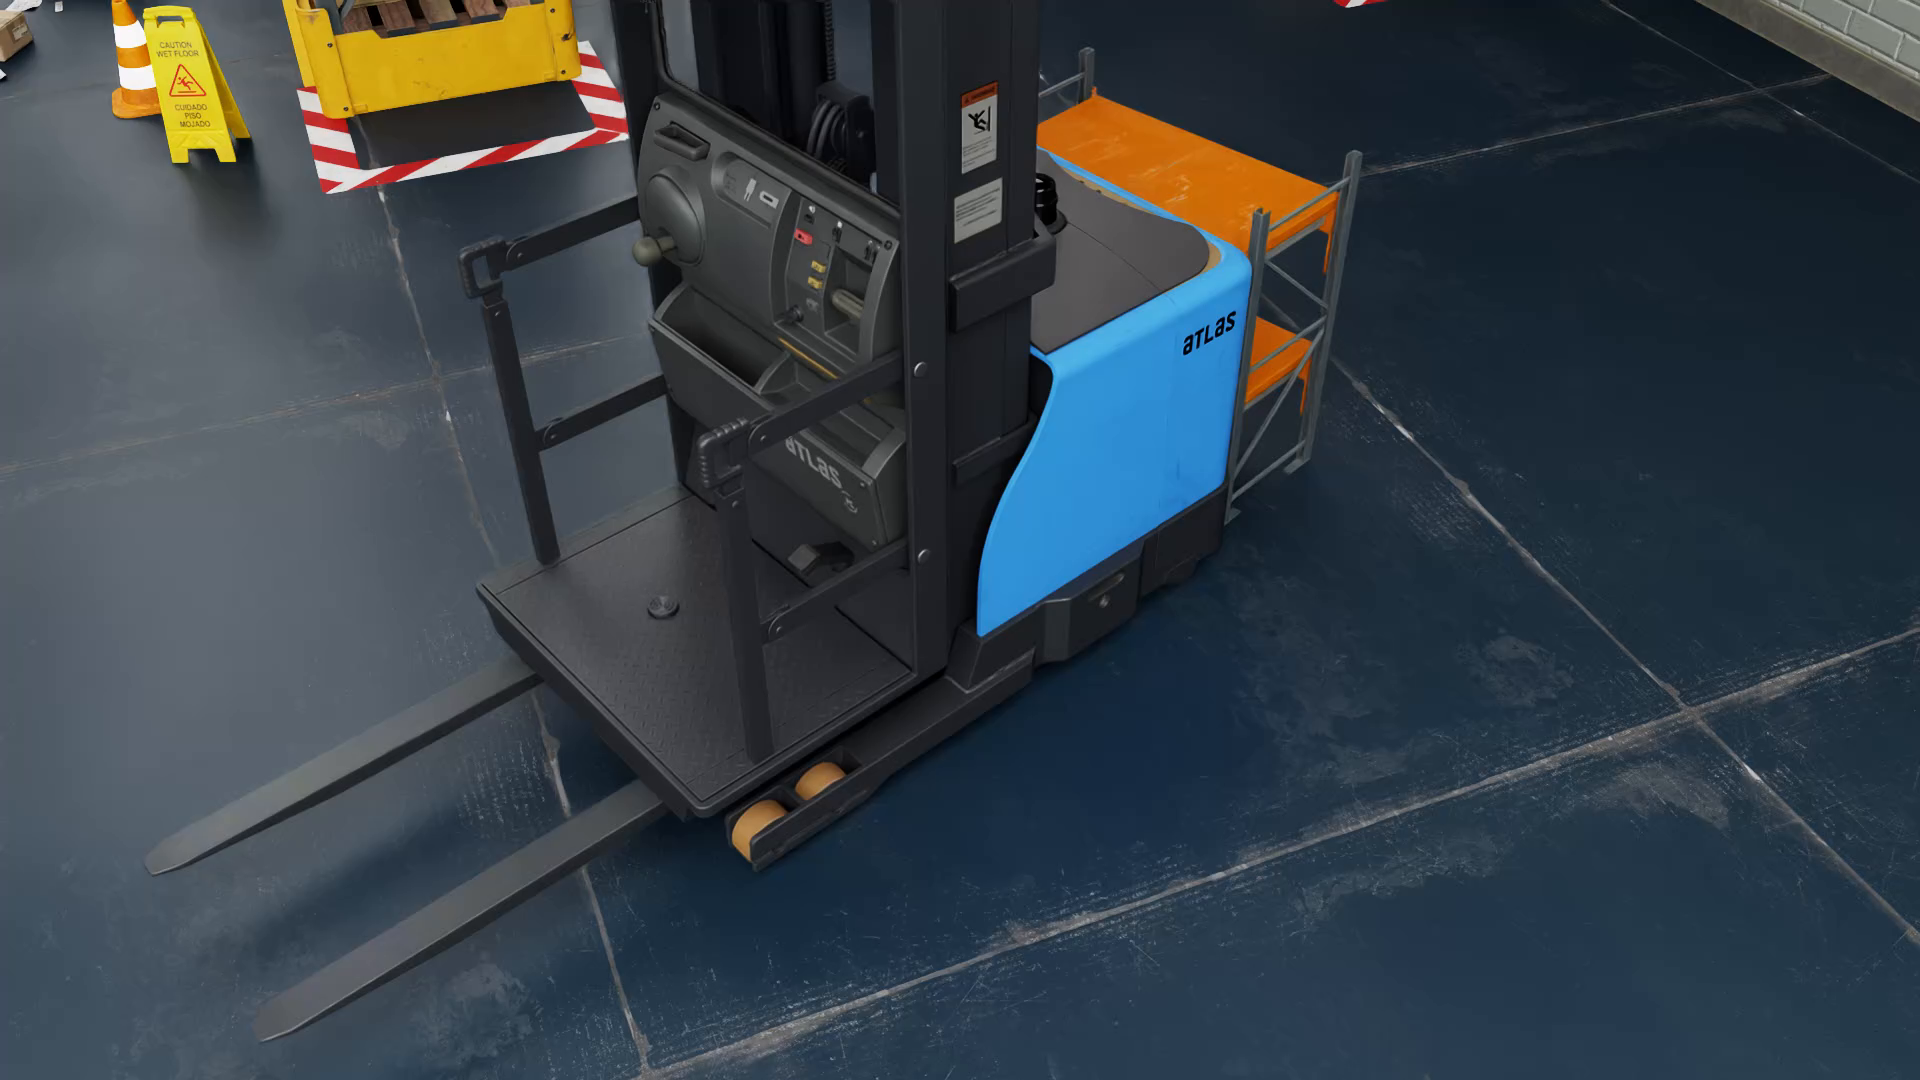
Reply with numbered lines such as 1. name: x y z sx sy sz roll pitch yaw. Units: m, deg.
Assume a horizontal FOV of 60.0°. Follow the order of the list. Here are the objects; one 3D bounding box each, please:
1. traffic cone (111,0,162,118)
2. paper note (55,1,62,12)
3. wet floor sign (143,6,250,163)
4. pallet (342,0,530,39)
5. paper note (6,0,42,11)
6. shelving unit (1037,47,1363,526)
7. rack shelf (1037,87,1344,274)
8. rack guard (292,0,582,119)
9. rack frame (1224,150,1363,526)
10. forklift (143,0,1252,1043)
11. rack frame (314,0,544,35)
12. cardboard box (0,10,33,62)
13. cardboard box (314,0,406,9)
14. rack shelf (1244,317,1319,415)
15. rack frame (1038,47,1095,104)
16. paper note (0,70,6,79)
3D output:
1. traffic cone: -3.686 -2.187 7.439 0.336 0.463 0.334 -15 43 -17
2. paper note: -4.532 -2.683 8.363 0.032 0.001 0.123 -15 43 -17
3. wet floor sign: -3.245 -1.938 7.009 0.267 0.644 0.232 -2 41 -2
4. pallet: -2.637 -2.699 8.226 1.003 0.211 1.213 -15 43 -17
5. paper note: -4.717 -2.704 8.380 0.148 0.019 0.142 -2 41 -2
6. shelving unit: 0.621 -0.815 5.335 1.048 1.125 0.538 32 50 32
7. rack shelf: 0.621 -1.037 5.144 1.000 0.278 0.538 32 50 32
8. rack guard: -2.358 -2.310 7.553 1.175 0.500 0.348 -15 43 -17
9. rack frame: 0.989 -0.587 5.070 0.032 1.125 0.500 32 50 32
10. forklift: -0.622 -0.665 3.775 3.031 2.935 1.130 -30 49 -30
11. rack frame: -2.329 -3.212 6.685 1.000 3.000 0.127 -15 43 -17
12. cardboard box: -4.697 -2.416 7.946 0.380 0.149 0.250 5 41 6
13. cardboard box: -2.896 -2.763 7.949 0.500 0.250 0.500 -15 43 -17
14. rack shelf: 0.621 -0.630 5.495 1.000 0.278 0.538 32 50 32
15. rack frame: 0.253 -1.044 5.601 0.032 1.125 0.500 32 50 32
16. paper note: -4.530 -2.159 7.737 0.148 0.019 0.142 -31 49 -31
